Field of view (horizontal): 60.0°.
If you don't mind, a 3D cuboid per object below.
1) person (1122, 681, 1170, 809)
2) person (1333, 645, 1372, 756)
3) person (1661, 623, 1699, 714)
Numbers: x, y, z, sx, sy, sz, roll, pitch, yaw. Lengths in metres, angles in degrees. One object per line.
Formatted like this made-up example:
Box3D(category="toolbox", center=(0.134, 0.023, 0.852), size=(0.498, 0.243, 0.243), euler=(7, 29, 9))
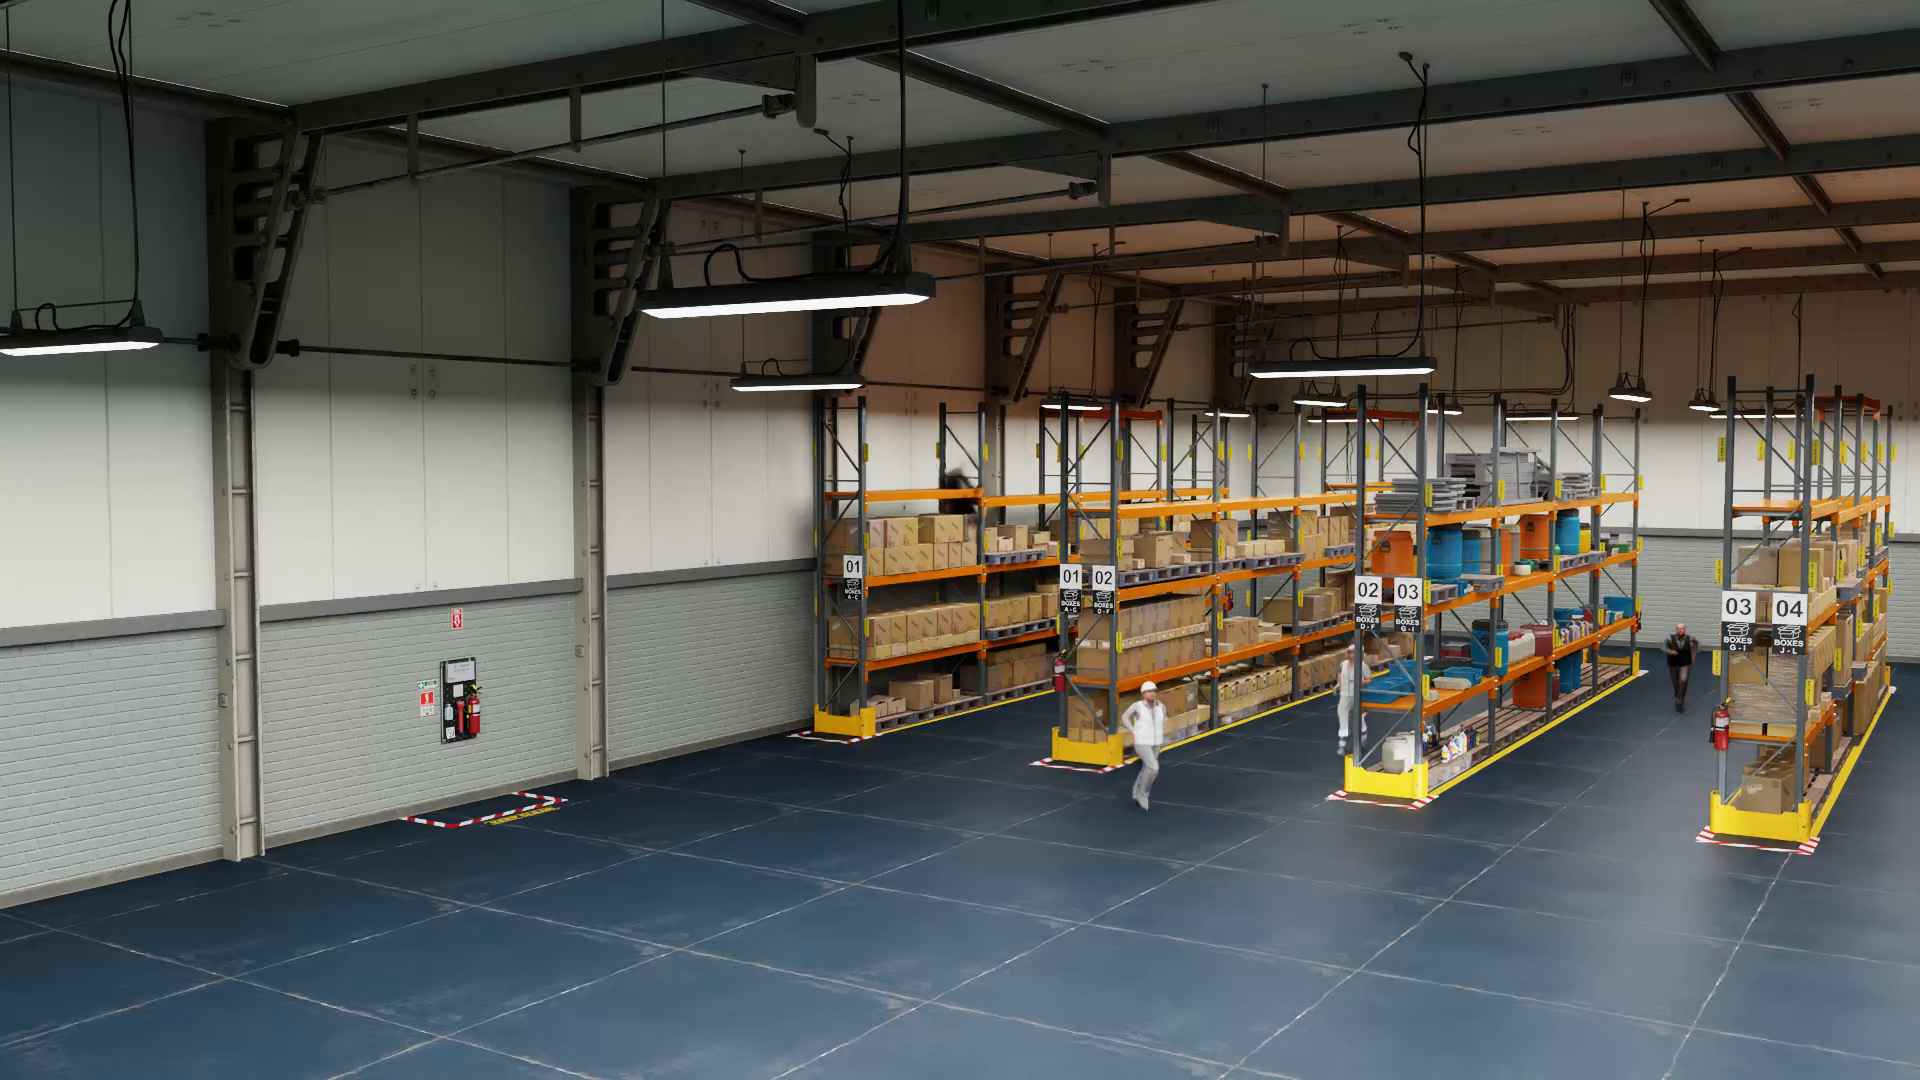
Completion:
Box3D(category="person", center=(2.686, 2.899, 23.521), size=(0.627, 1.816, 0.739), euler=(-2, 3, -30))
Box3D(category="person", center=(6.514, 2.625, 27.612), size=(0.659, 1.787, 0.980), euler=(2, 3, 31))
Box3D(category="person", center=(13.980, 2.467, 32.304), size=(0.657, 1.732, 1.022), euler=(2, 3, 29))
